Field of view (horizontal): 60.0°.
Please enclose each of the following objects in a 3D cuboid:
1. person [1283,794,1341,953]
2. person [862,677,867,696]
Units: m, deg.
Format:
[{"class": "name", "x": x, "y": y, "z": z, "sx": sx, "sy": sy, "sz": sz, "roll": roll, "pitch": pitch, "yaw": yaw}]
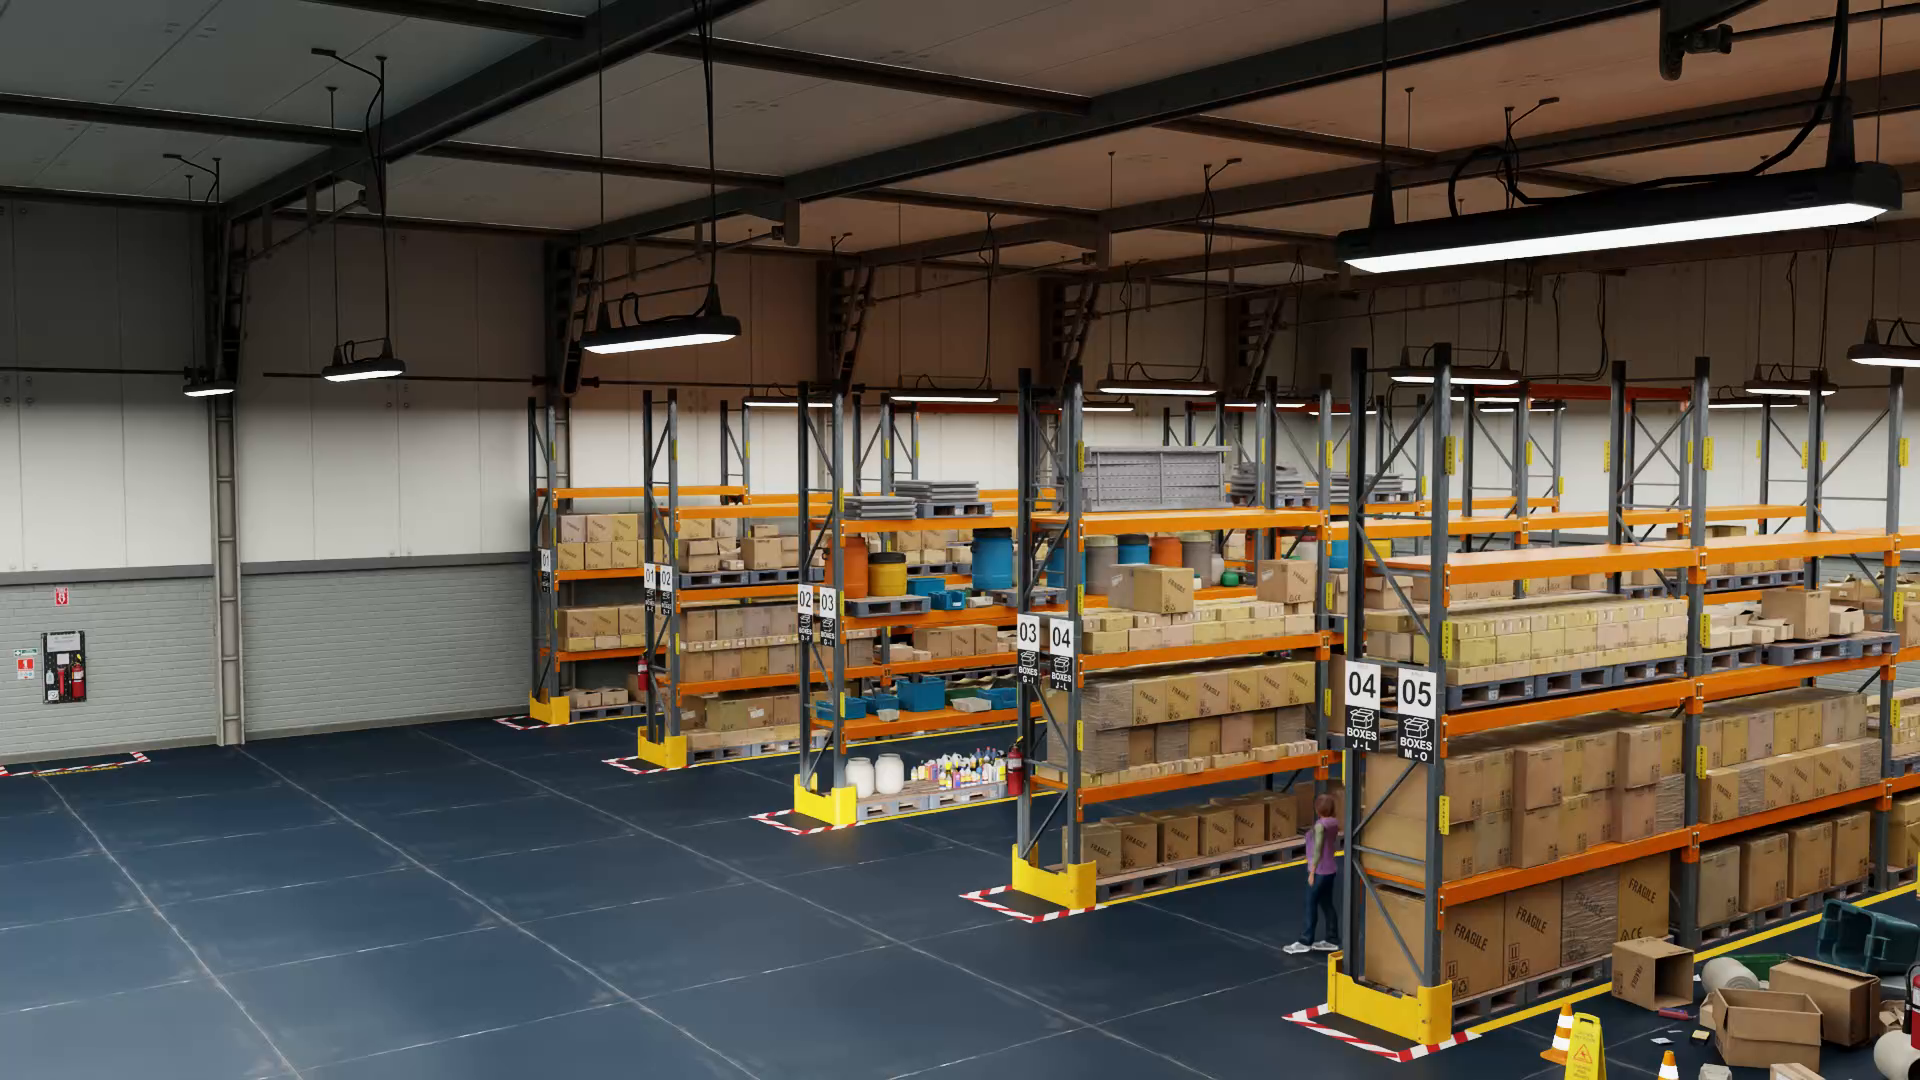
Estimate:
[{"class": "person", "x": 3.588, "y": 3.383, "z": 16.851, "sx": 0.534, "sy": 1.570, "sz": 0.456, "roll": 1, "pitch": 4, "yaw": 23}, {"class": "person", "x": -1.967, "y": 2.421, "z": 31.298, "sx": 0.724, "sy": 1.774, "sz": 0.556, "roll": 0, "pitch": 3, "yaw": -2}]
